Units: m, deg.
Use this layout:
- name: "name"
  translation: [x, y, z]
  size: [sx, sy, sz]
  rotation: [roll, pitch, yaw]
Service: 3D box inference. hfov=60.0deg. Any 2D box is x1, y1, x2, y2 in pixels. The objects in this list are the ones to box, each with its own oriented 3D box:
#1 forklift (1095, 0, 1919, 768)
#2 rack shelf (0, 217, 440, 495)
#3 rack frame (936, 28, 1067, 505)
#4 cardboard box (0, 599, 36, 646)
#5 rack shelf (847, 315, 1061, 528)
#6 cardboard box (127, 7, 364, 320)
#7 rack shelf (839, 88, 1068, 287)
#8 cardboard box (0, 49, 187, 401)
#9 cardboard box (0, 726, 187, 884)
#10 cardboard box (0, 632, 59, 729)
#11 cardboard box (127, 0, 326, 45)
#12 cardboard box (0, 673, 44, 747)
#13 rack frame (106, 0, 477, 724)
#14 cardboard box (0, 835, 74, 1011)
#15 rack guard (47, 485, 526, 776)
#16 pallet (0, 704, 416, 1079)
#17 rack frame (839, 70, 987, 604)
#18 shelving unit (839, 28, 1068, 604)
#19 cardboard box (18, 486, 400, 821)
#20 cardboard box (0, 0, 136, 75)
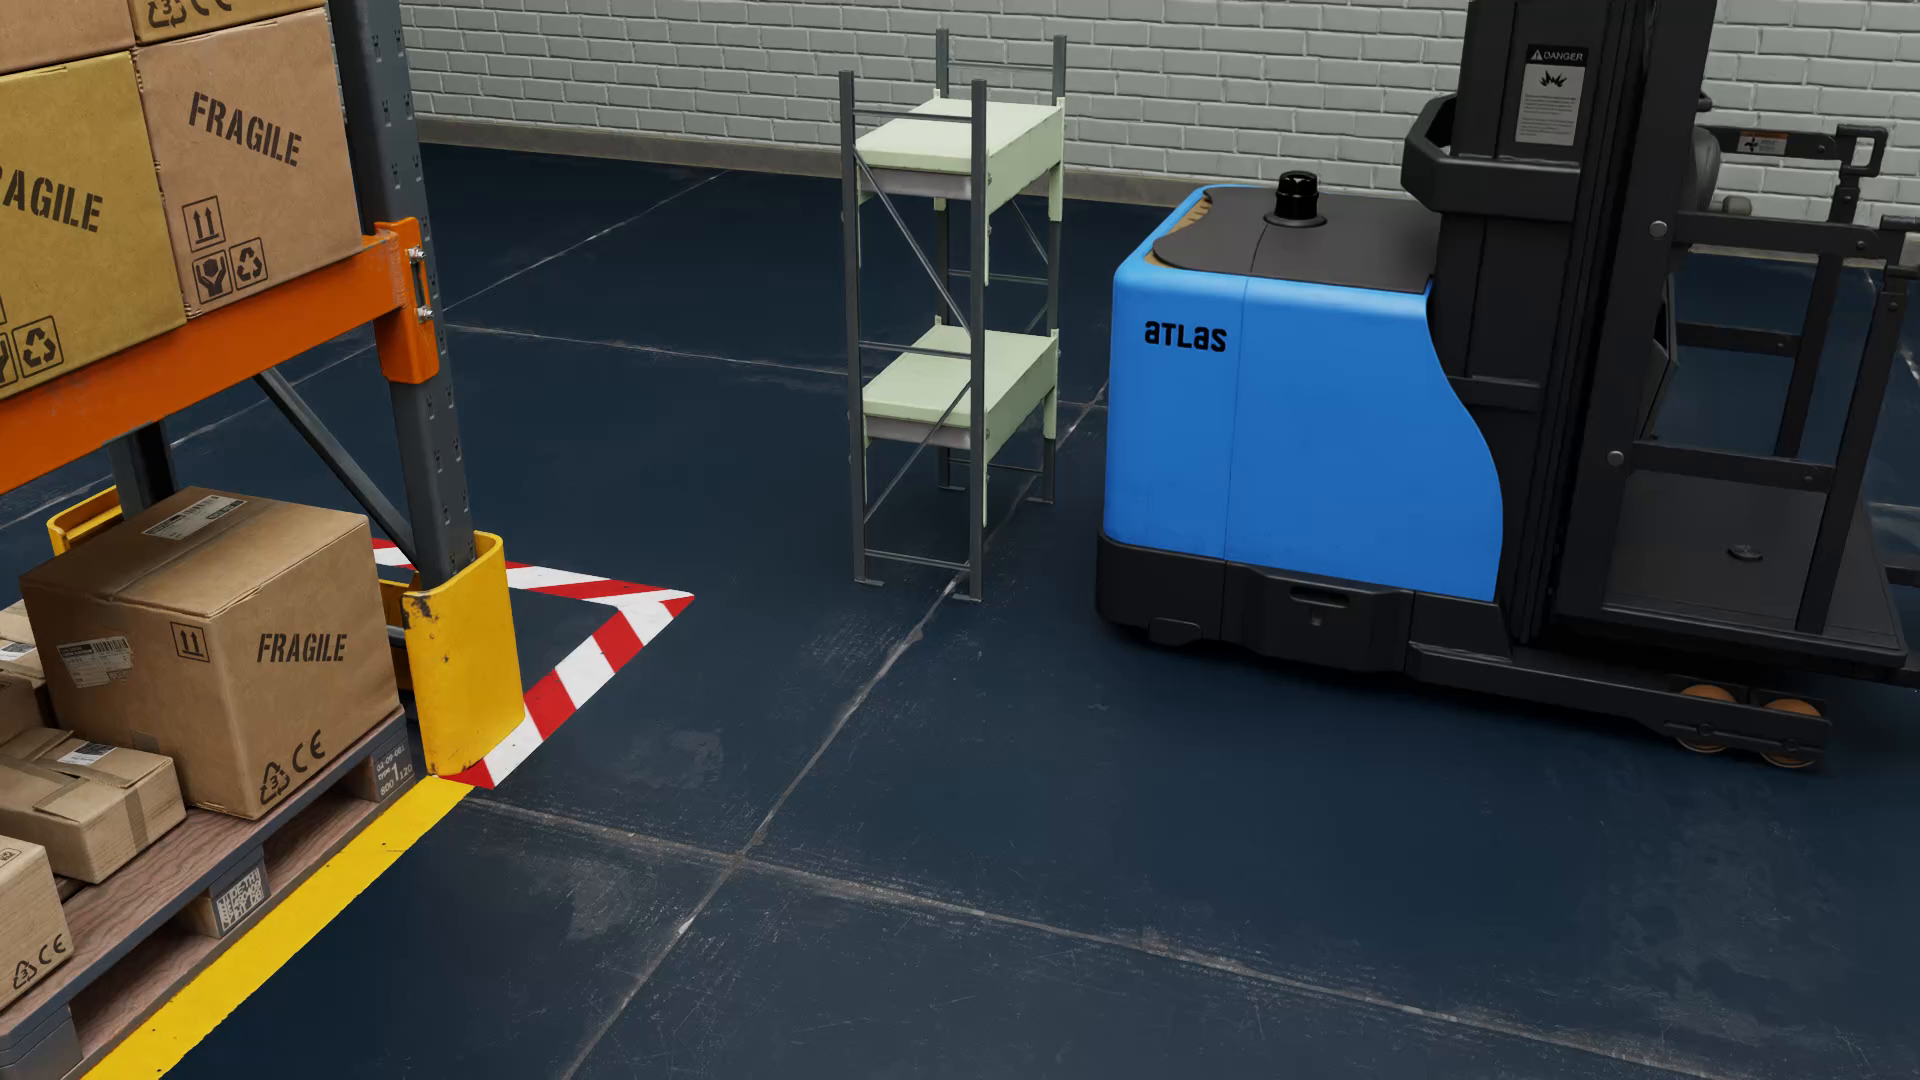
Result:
- name: "forklift"
  translation: [1.953, -1.020, 3.993]
  size: [3.031, 2.935, 1.130]
  rotation: [9, 27, 18]
- name: "rack shelf"
  translation: [-2.355, 0.193, 2.234]
  size: [1.077, 0.370, 4.000]
  rotation: [9, 27, 17]
- name: "rack frame"
  translation: [0.120, -0.823, 5.228]
  size: [0.400, 1.500, 0.023]
  rotation: [9, 27, 17]
- name: "cardboard box"
  translation: [-2.153, 0.255, 4.048]
  size: [0.380, 0.149, 0.250]
  rotation: [9, 27, 17]
- name: "rack shelf"
  translation: [-0.002, -0.379, 5.060]
  size: [0.431, 0.370, 0.720]
  rotation: [9, 27, 17]
- name: "cardboard box"
  translation: [-1.582, -0.774, 3.291]
  size: [0.500, 0.500, 0.500]
  rotation: [10, 27, 19]
- name: "rack shelf"
  translation: [-0.002, -1.024, 4.747]
  size: [0.431, 0.370, 0.720]
  rotation: [9, 27, 17]
- name: "cardboard box"
  translation: [-1.751, -0.560, 2.850]
  size: [0.500, 0.500, 0.500]
  rotation: [9, 27, 18]
- name: "cardboard box"
  translation: [-1.858, 0.537, 3.444]
  size: [0.380, 0.166, 0.250]
  rotation: [9, 27, 17]
- name: "cardboard box"
  translation: [-2.236, 0.350, 3.832]
  size: [0.380, 0.166, 0.250]
  rotation: [9, 27, 17]
- name: "cardboard box"
  translation: [-1.579, -1.225, 3.075]
  size: [0.500, 0.500, 0.500]
  rotation: [9, 27, 17]
- name: "cardboard box"
  translation: [-2.305, 0.475, 3.477]
  size: [0.500, 0.250, 0.500]
  rotation: [9, 27, 17]
- name: "rack frame"
  translation: [-1.690, -0.952, 3.775]
  size: [1.000, 3.000, 0.127]
  rotation: [9, 27, 17]
- name: "cardboard box"
  translation: [-1.983, 0.732, 2.946]
  size: [0.500, 0.250, 0.500]
  rotation: [9, 27, 17]
- name: "rack guard"
  translation: [-1.715, 0.204, 4.255]
  size: [1.175, 0.500, 0.348]
  rotation: [9, 27, 17]
- name: "pallet"
  translation: [-1.979, 0.662, 3.641]
  size: [1.003, 0.211, 1.213]
  rotation: [9, 27, 17]
- name: "rack frame"
  translation: [-0.124, -0.522, 4.607]
  size: [0.400, 1.500, 0.023]
  rotation: [9, 27, 17]
- name: "shelving unit"
  translation: [-0.002, -0.672, 4.917]
  size: [0.431, 1.500, 0.755]
  rotation: [9, 27, 17]
- name: "cardboard box"
  translation: [-1.638, 0.234, 3.688]
  size: [0.500, 0.500, 0.500]
  rotation: [9, 27, 17]
- name: "cardboard box"
  translation: [-1.746, -1.017, 2.646]
  size: [0.500, 0.500, 0.500]
  rotation: [10, 27, 19]
